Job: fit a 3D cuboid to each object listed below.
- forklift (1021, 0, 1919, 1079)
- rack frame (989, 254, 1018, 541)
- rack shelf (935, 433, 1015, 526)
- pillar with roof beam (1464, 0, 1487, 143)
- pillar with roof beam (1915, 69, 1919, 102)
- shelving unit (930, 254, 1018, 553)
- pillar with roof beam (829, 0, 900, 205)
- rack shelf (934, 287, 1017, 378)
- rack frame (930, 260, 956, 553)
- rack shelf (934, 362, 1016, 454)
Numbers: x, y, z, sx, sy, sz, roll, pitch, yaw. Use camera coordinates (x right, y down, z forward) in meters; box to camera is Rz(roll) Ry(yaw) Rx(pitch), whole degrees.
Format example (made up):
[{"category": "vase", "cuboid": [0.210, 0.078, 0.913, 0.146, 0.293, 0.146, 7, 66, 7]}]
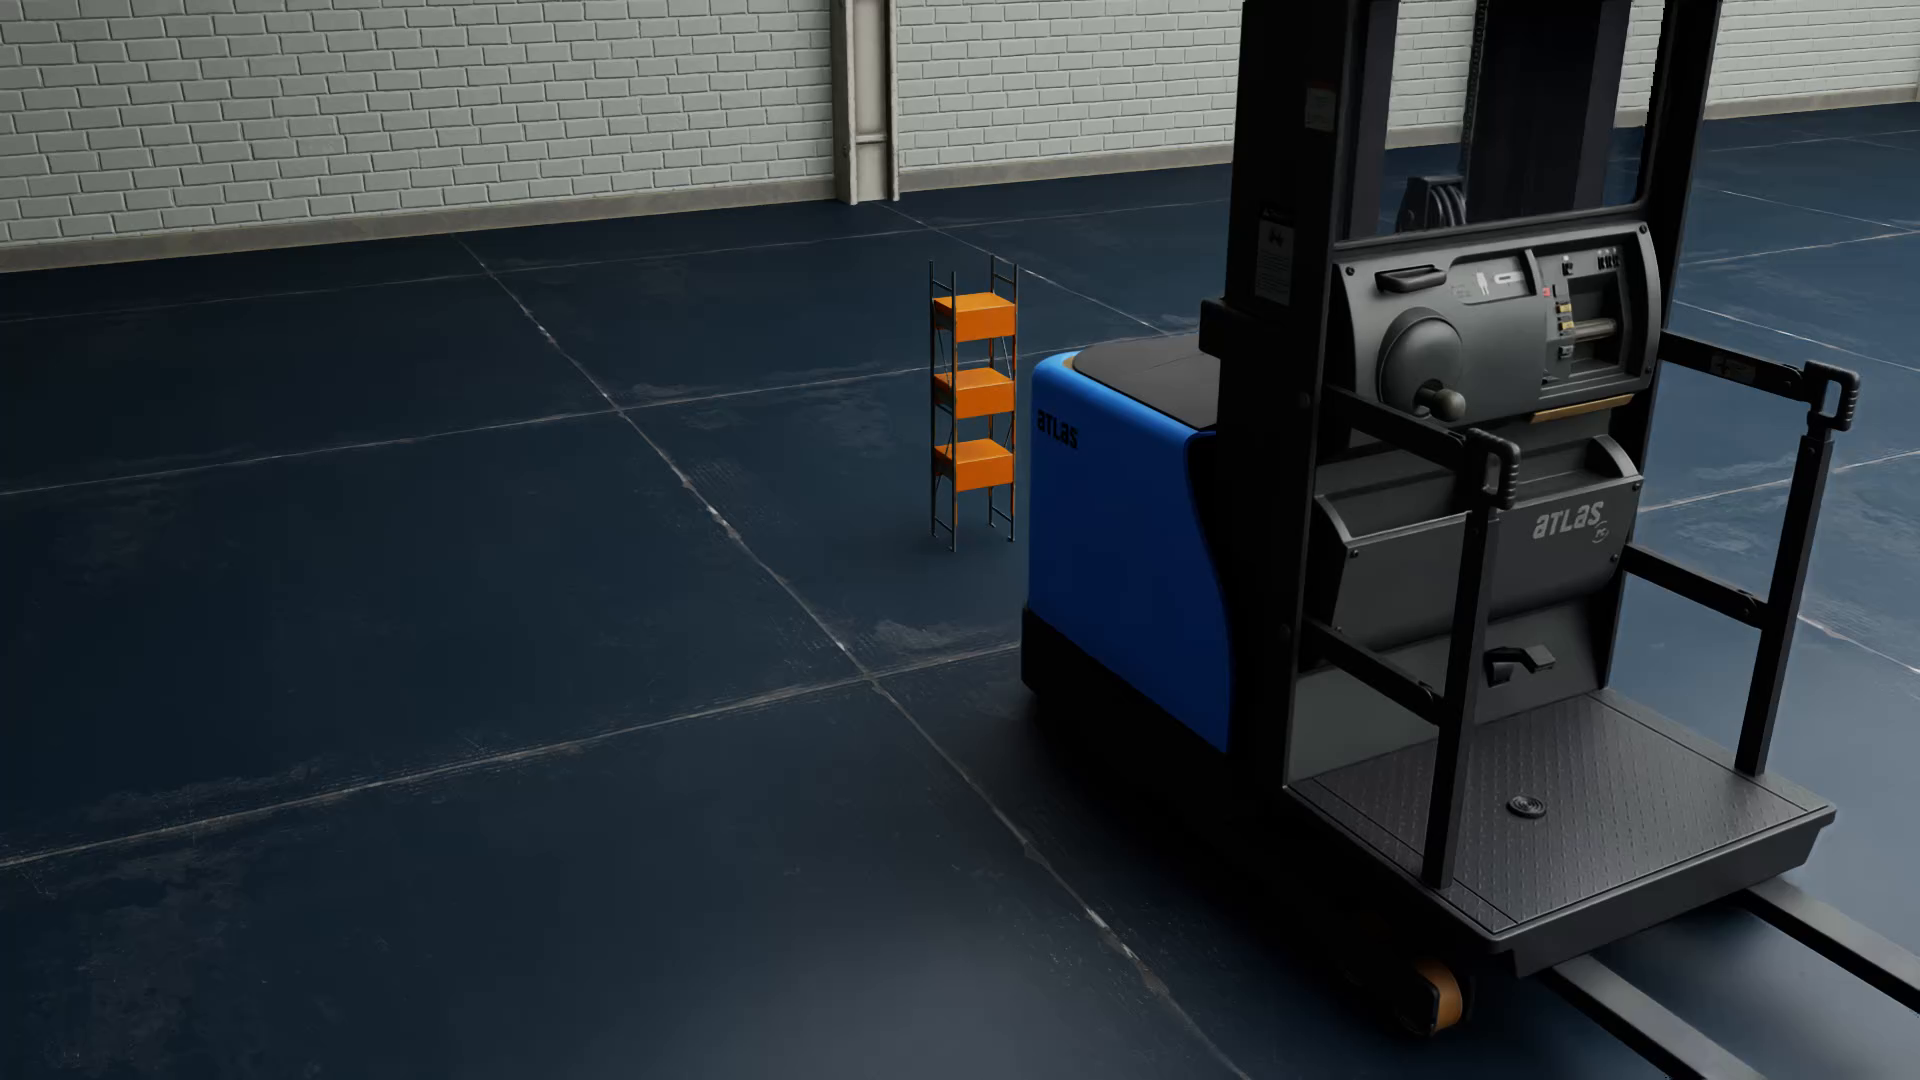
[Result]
[{"category": "forklift", "cuboid": [1.325, -0.470, 3.554, 1.130, 2.935, 3.031, -12, 25, -26]}, {"category": "rack frame", "cuboid": [0.158, -0.514, 6.120, 0.008, 1.050, 0.200, -10, 25, -24]}, {"category": "rack shelf", "cuboid": [0.048, -0.227, 6.181, 0.240, 0.259, 0.215, -10, 25, -24]}, {"category": "pillar with roof beam", "cuboid": [6.582, -6.212, 9.492, 0.400, 9.000, 9.100, -10, 25, -24]}, {"category": "pillar with roof beam", "cuboid": [11.988, -7.207, 11.896, 0.400, 9.000, 9.100, -10, 25, -24]}, {"category": "shelving unit", "cuboid": [0.048, -0.494, 6.071, 0.252, 1.050, 0.215, -10, 25, -24]}, {"category": "pillar with roof beam", "cuboid": [1.176, -5.217, 7.087, 0.400, 9.000, 9.100, -10, 25, -24]}, {"category": "rack shelf", "cuboid": [0.048, -0.746, 5.966, 0.240, 0.259, 0.215, -10, 25, -24]}, {"category": "rack frame", "cuboid": [-0.062, -0.474, 6.022, 0.008, 1.050, 0.200, -10, 25, -24]}, {"category": "rack shelf", "cuboid": [0.048, -0.484, 6.075, 0.240, 0.259, 0.215, -10, 25, -24]}]
